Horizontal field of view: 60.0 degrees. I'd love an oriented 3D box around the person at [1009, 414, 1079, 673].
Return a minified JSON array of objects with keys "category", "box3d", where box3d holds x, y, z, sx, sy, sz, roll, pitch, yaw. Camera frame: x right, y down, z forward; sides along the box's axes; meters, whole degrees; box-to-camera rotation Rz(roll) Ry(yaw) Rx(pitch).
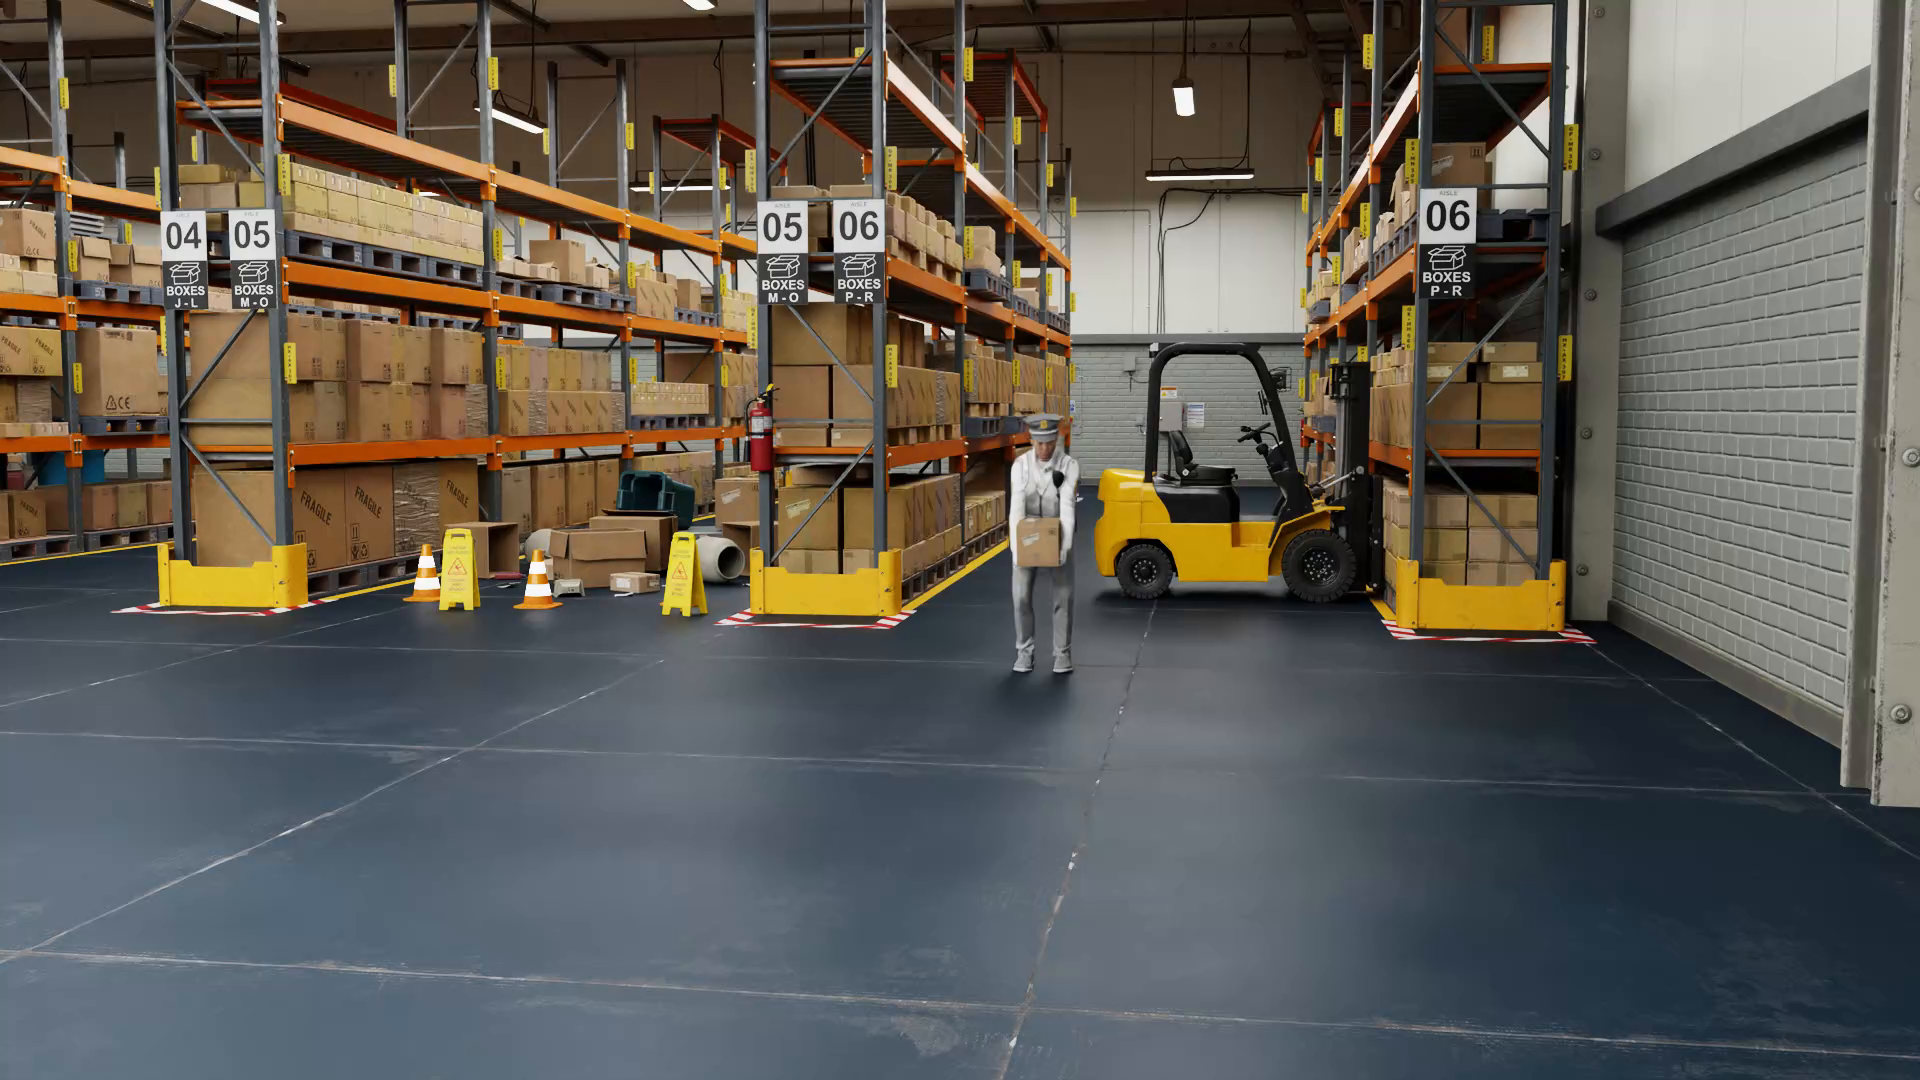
[{"category":"person","box3d":[0.518,0.025,10.138,0.412,1.584,0.589,1,5,7]}]
